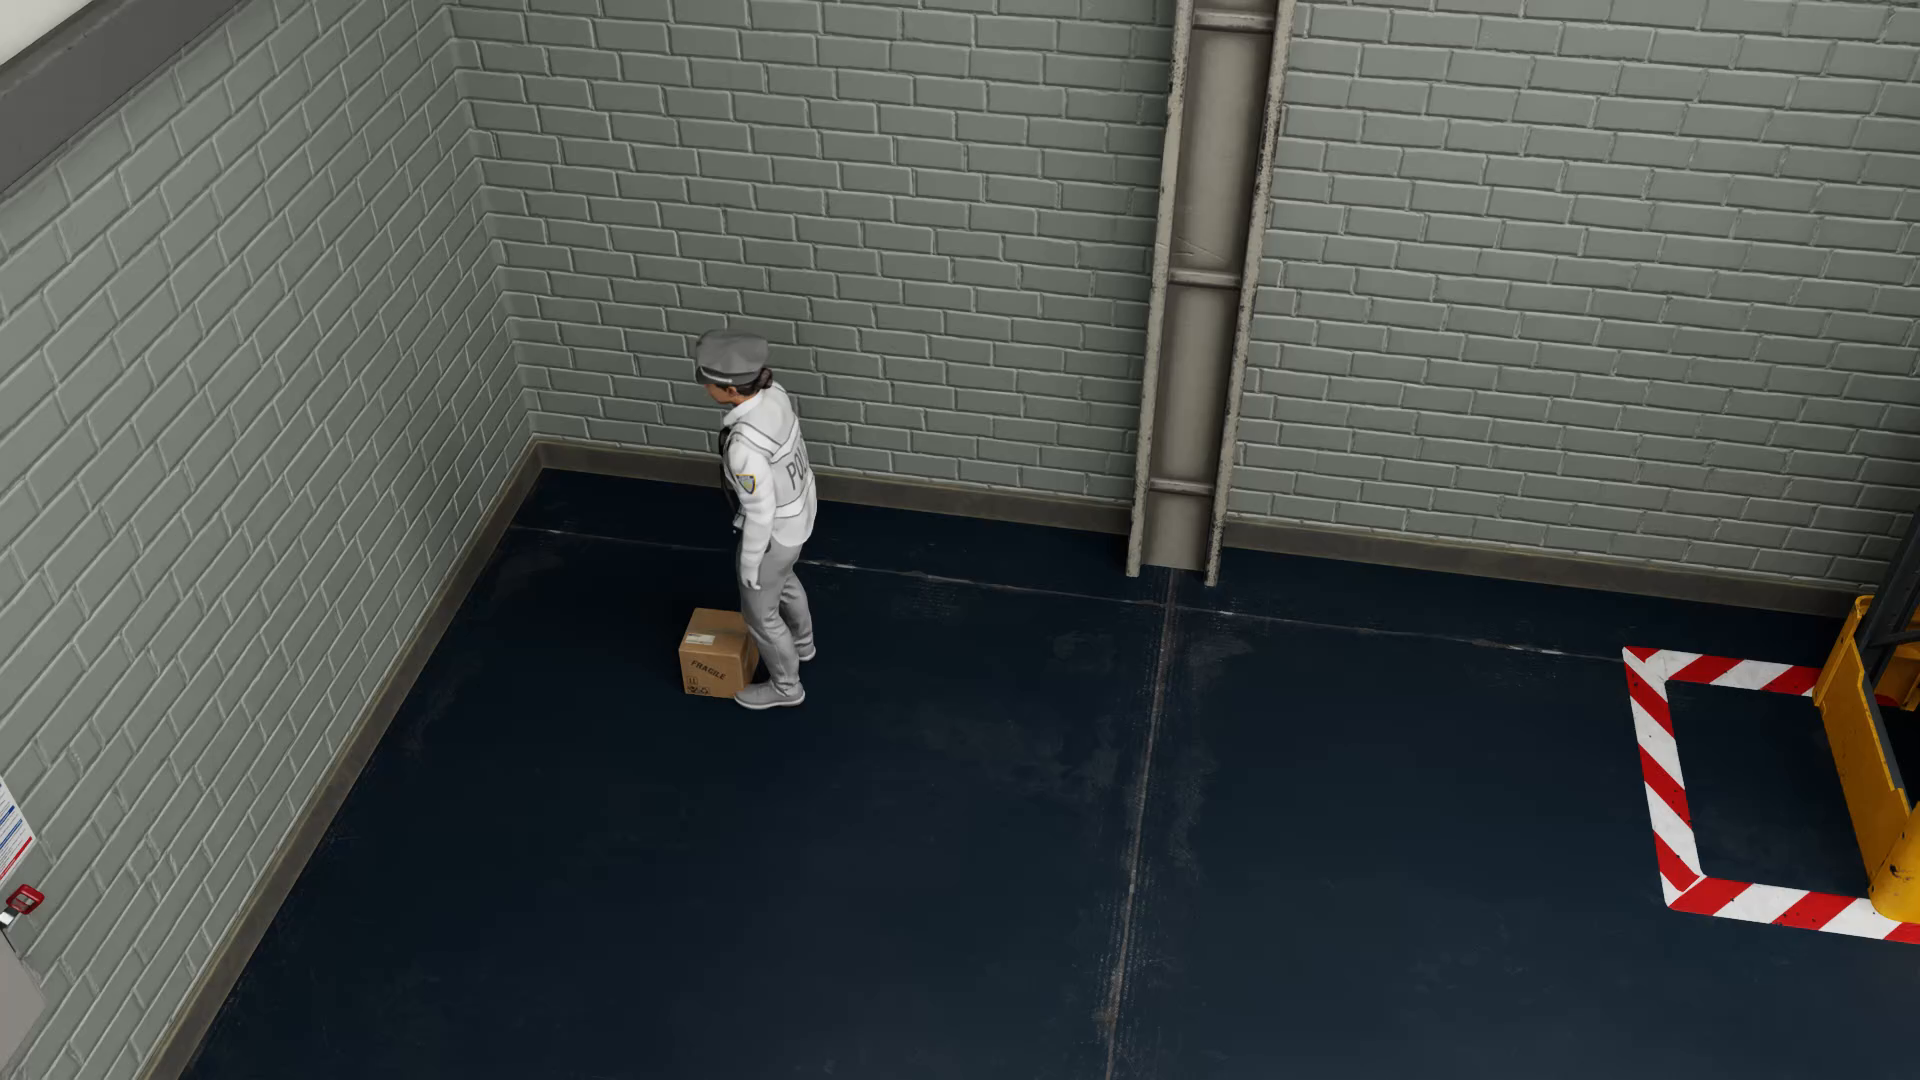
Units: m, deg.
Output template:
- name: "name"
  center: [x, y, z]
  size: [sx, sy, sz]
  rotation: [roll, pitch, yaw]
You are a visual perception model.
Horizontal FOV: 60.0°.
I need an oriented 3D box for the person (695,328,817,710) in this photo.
- name: "person"
  center: [-0.728, -0.053, 6.217]
  size: [0.375, 1.662, 0.528]
  rotation: [5, 41, 6]
